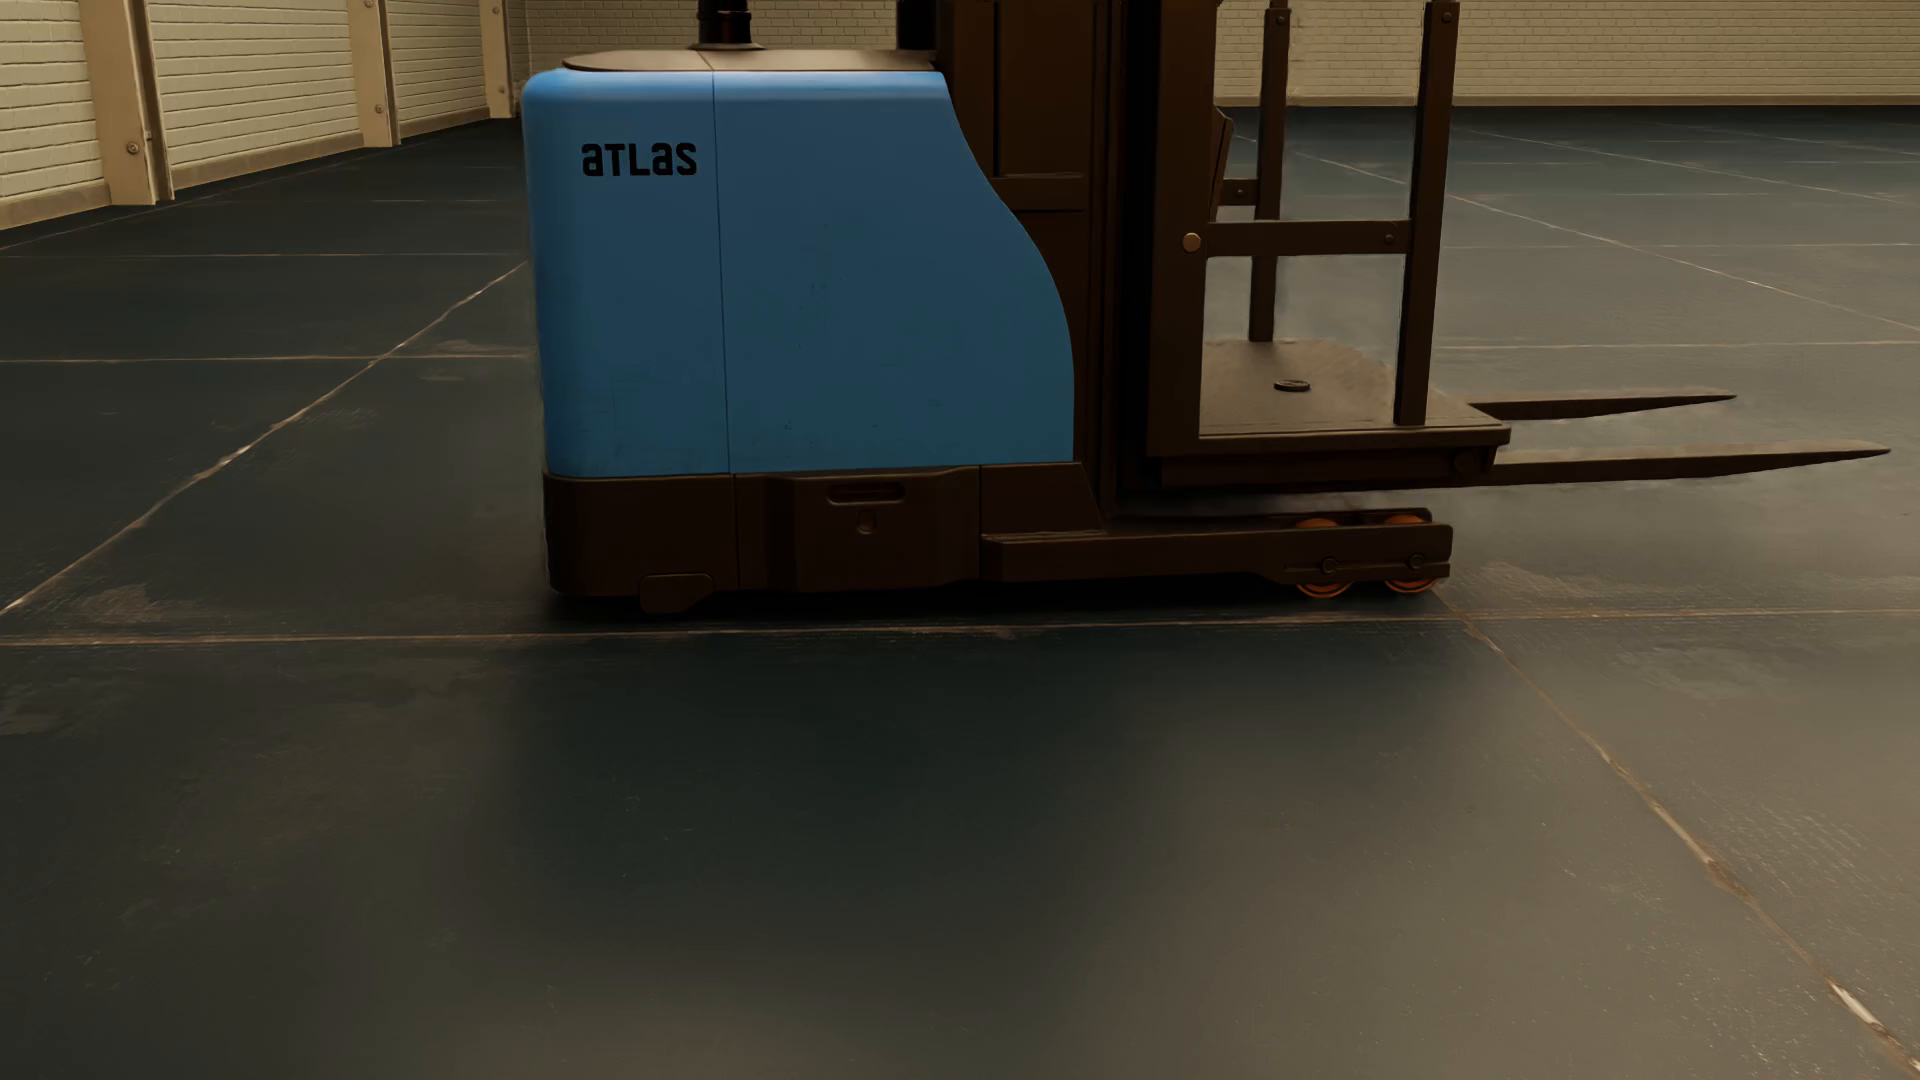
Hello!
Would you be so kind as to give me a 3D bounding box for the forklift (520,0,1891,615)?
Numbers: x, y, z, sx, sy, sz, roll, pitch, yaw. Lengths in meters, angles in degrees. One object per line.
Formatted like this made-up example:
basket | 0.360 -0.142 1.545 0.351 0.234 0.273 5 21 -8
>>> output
forklift | 0.605 -1.430 3.582 3.031 2.935 1.130 -2 17 -8
